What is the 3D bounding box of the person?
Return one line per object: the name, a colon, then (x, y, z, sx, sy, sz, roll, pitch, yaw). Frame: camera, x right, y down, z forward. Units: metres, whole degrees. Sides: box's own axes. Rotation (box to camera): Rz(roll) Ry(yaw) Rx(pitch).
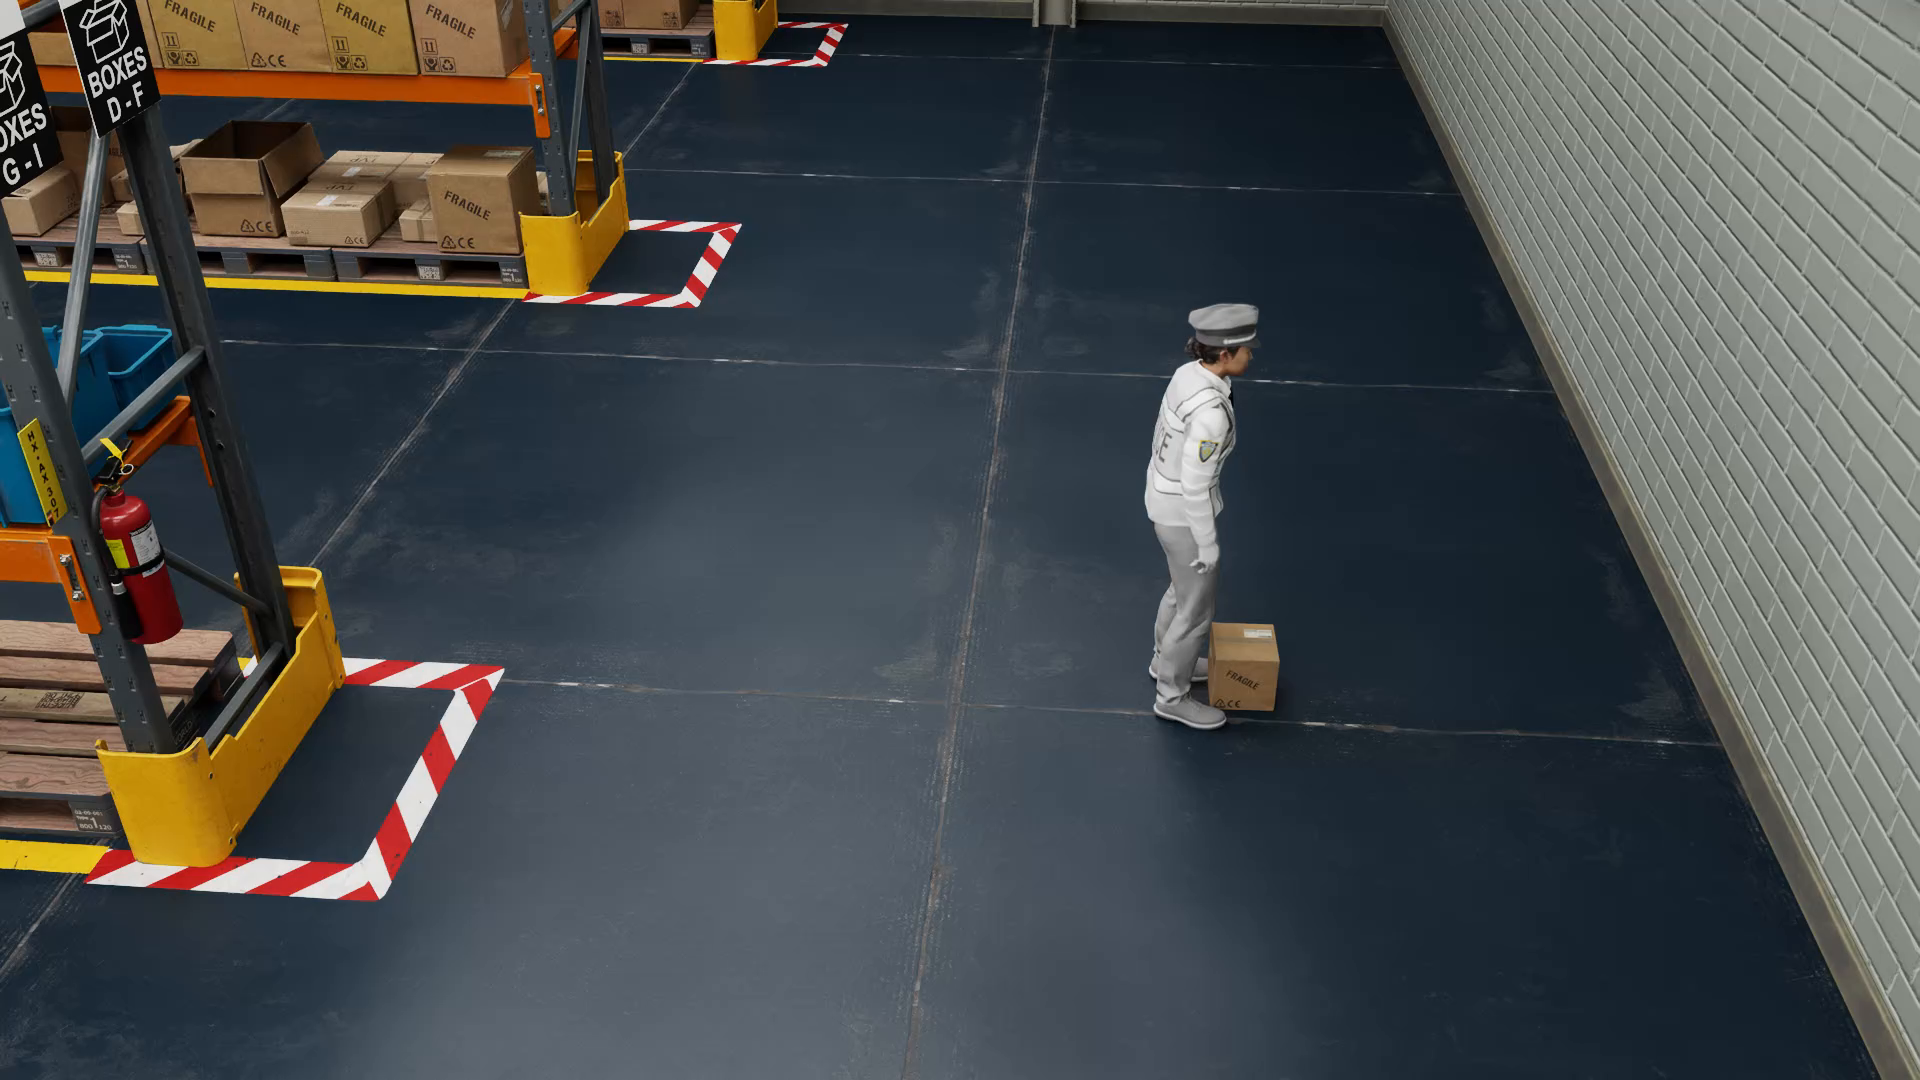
person: (0.887, -0.099, 6.292, 0.374, 1.661, 0.539, 1, 32, 1)
